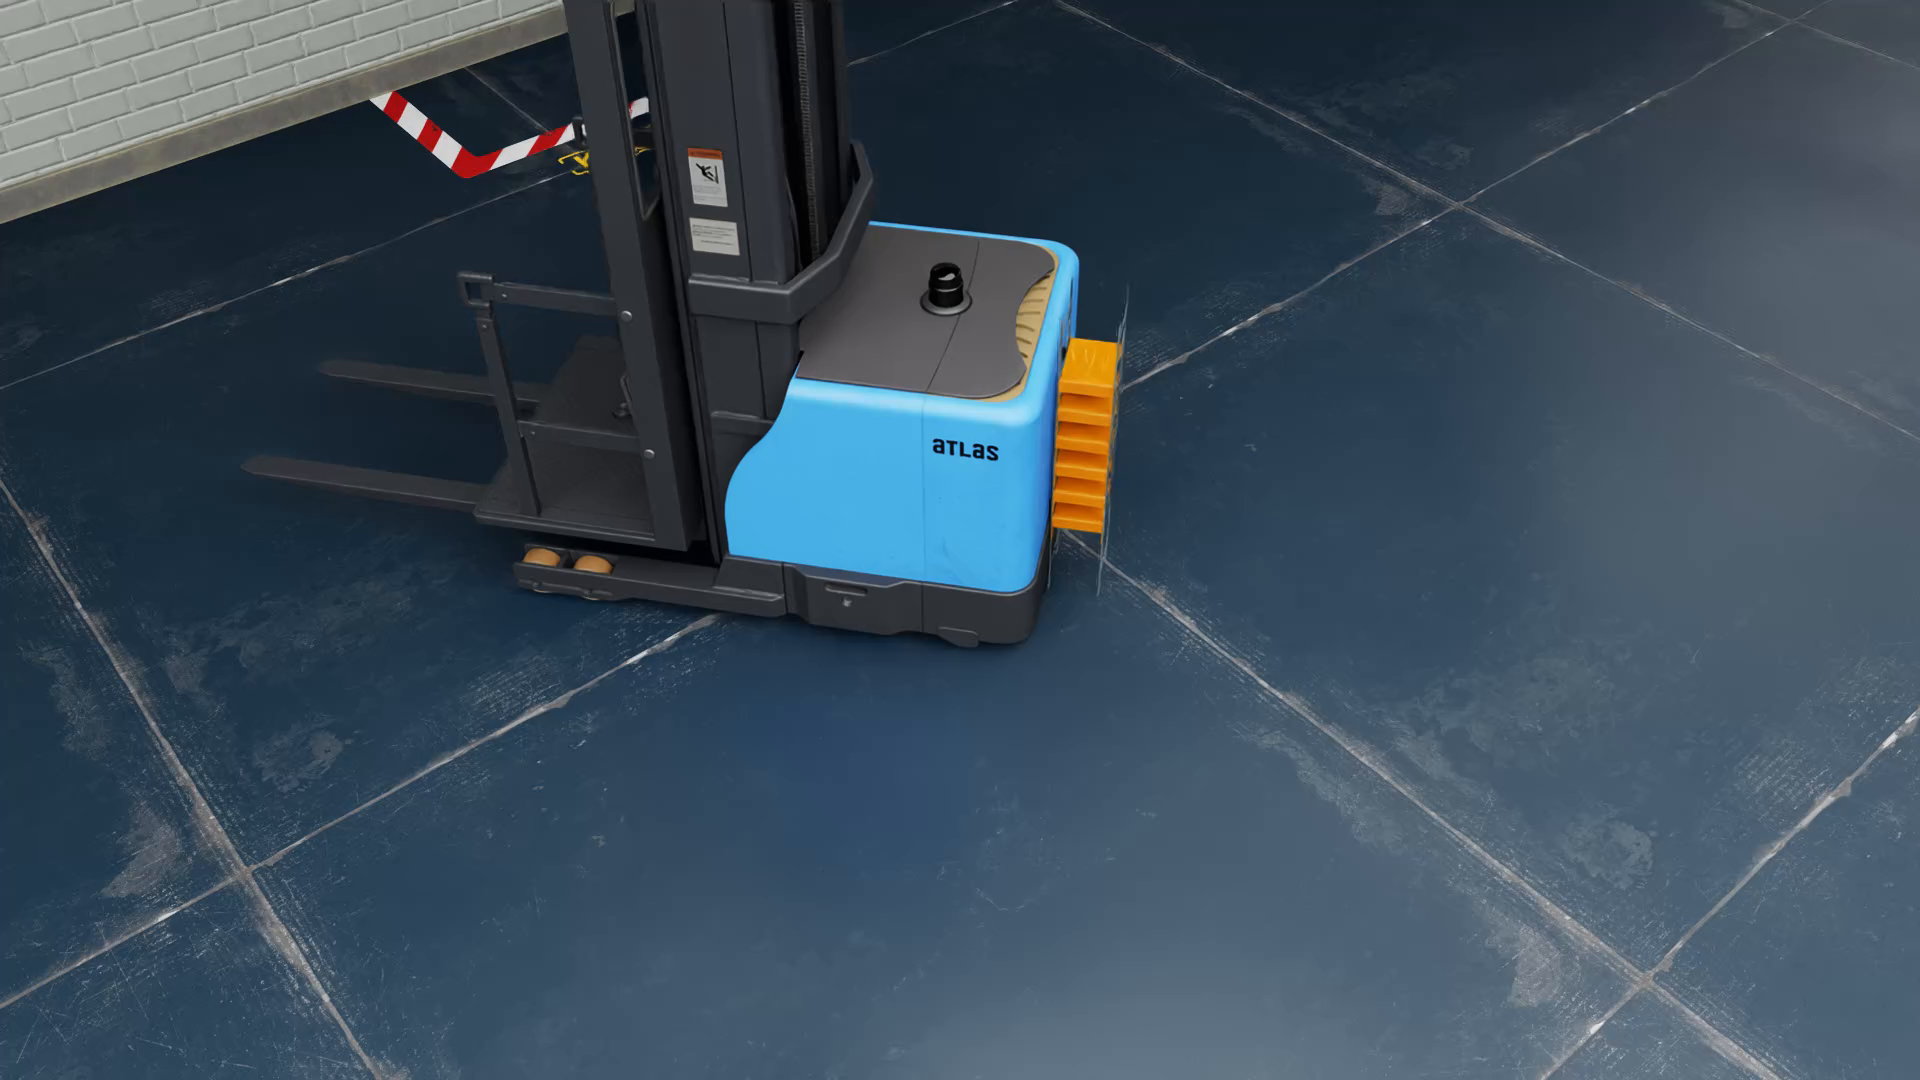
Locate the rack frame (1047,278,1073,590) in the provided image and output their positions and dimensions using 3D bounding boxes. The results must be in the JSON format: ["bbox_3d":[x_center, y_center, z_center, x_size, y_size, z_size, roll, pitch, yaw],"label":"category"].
[{"bbox_3d":[0.343,-0.335,5.730,0.006,1.200,0.240,8,44,8],"label":"rack frame"}]

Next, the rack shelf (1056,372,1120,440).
[{"bbox_3d":[0.433,-0.466,5.584,0.180,0.103,0.258,8,44,8],"label":"rack shelf"}]

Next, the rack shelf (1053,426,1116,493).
[{"bbox_3d":[0.433,-0.291,5.748,0.180,0.103,0.258,8,44,8],"label":"rack shelf"}]

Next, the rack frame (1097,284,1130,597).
[{"bbox_3d":[0.523,-0.311,5.704,0.006,1.200,0.240,8,44,8],"label":"rack frame"}]

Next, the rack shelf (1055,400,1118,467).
[{"bbox_3d":[0.433,-0.378,5.666,0.180,0.103,0.258,8,44,8],"label":"rack shelf"}]

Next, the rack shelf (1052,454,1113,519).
[{"bbox_3d":[0.433,-0.203,5.830,0.180,0.103,0.258,8,44,8],"label":"rack shelf"}]

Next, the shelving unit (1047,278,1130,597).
[{"bbox_3d":[0.433,-0.323,5.717,0.189,1.200,0.258,8,44,8],"label":"shelving unit"}]

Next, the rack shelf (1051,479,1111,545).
[{"bbox_3d":[0.433,-0.116,5.912,0.180,0.103,0.258,8,44,8],"label":"rack shelf"}]

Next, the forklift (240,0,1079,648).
[{"bbox_3d":[-1.141,-1.196,5.382,3.031,2.935,1.130,8,44,8],"label":"forklift"}]

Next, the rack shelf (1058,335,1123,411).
[{"bbox_3d":[0.433,-0.553,5.501,0.180,0.103,0.258,8,44,8],"label":"rack shelf"}]
